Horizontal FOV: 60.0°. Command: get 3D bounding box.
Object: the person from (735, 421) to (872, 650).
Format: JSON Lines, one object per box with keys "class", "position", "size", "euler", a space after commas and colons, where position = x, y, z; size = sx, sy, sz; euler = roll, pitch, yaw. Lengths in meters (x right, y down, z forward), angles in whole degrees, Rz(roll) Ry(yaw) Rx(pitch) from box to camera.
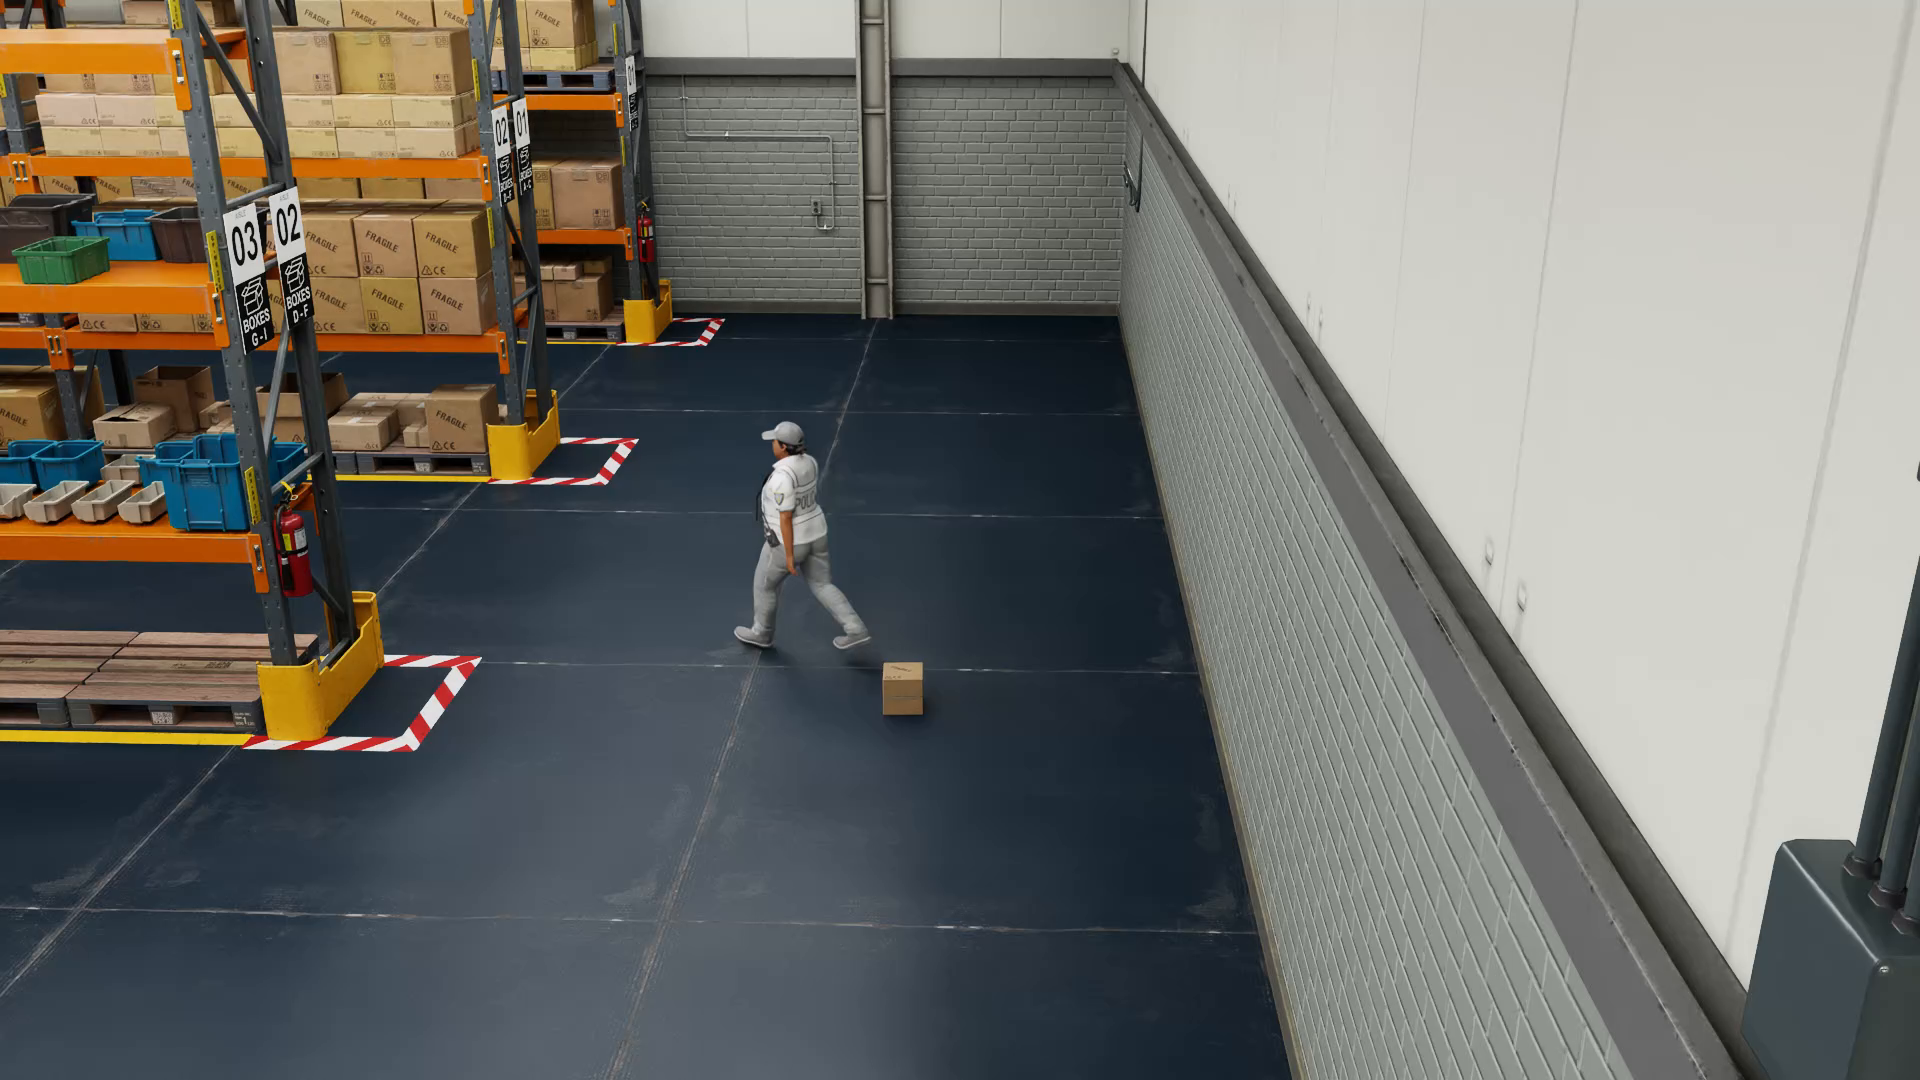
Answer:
{"class": "person", "position": [-1.079, -0.003, 11.099], "size": [1.012, 1.616, 0.479], "euler": [13, 24, 30]}
